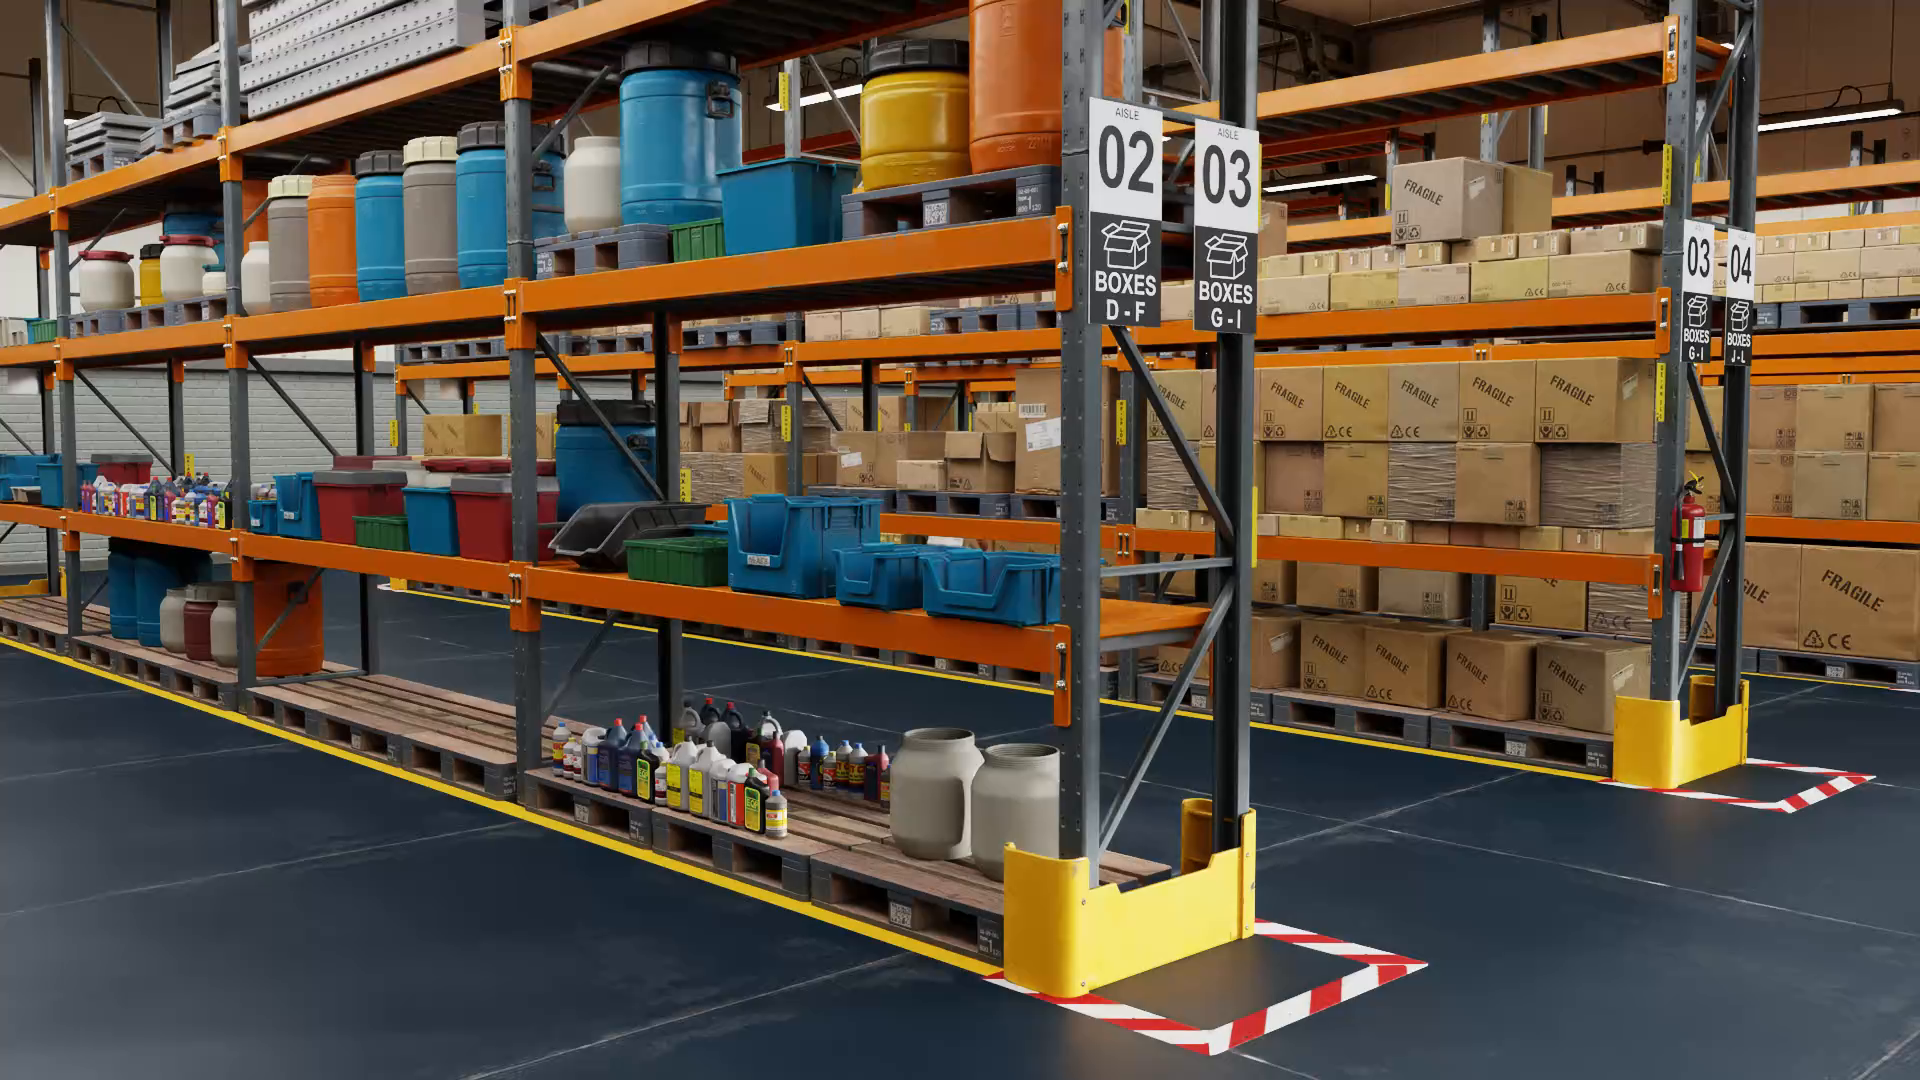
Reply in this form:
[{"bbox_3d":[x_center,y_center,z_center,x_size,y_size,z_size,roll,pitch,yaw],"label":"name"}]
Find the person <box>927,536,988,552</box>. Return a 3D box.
[{"bbox_3d":[-0.034,0.118,18.754,0.813,1.322,0.612,-4,5,-44],"label":"person"}]
